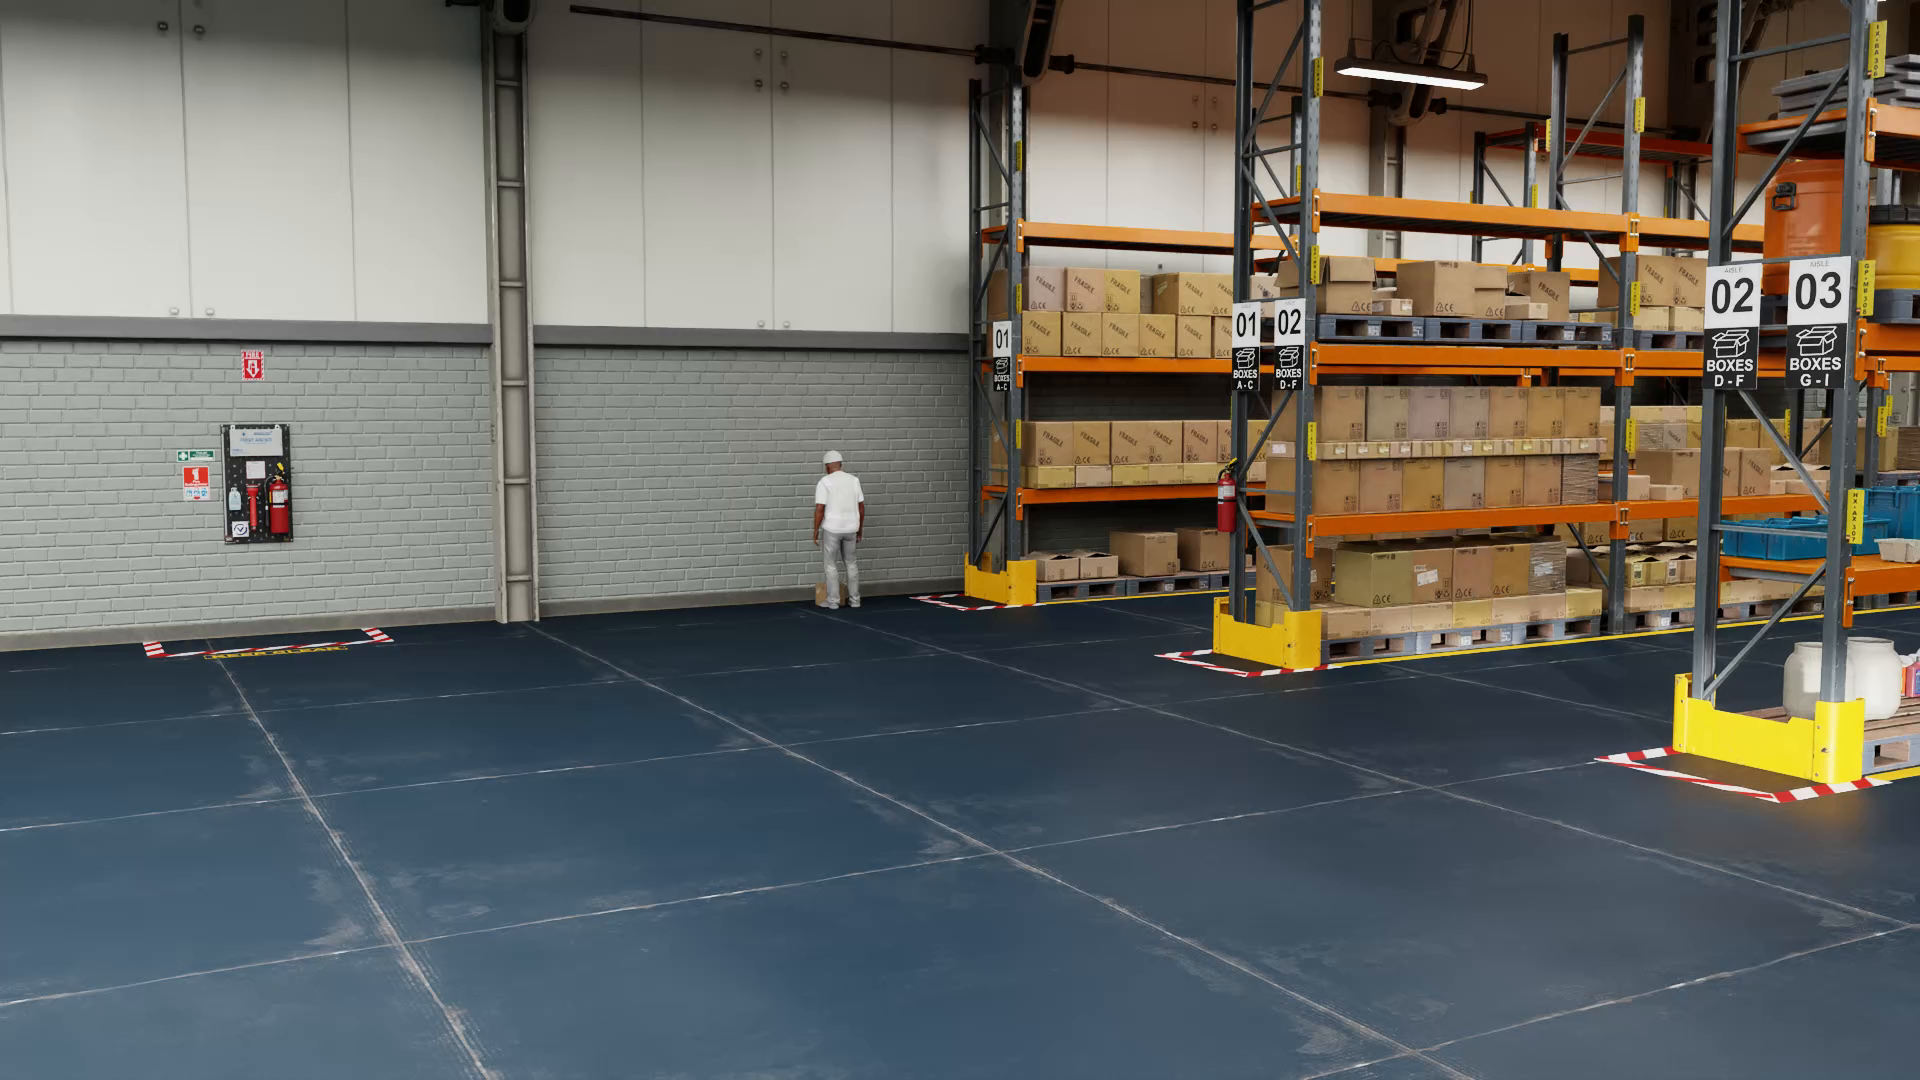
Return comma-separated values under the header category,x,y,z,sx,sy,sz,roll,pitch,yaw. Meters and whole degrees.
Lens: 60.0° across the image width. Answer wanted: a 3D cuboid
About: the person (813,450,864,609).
category,x,y,z,sx,sy,sz,roll,pitch,yaw
person,-1.359,-0.119,18.548,0.632,1.755,0.461,-3,6,-32
